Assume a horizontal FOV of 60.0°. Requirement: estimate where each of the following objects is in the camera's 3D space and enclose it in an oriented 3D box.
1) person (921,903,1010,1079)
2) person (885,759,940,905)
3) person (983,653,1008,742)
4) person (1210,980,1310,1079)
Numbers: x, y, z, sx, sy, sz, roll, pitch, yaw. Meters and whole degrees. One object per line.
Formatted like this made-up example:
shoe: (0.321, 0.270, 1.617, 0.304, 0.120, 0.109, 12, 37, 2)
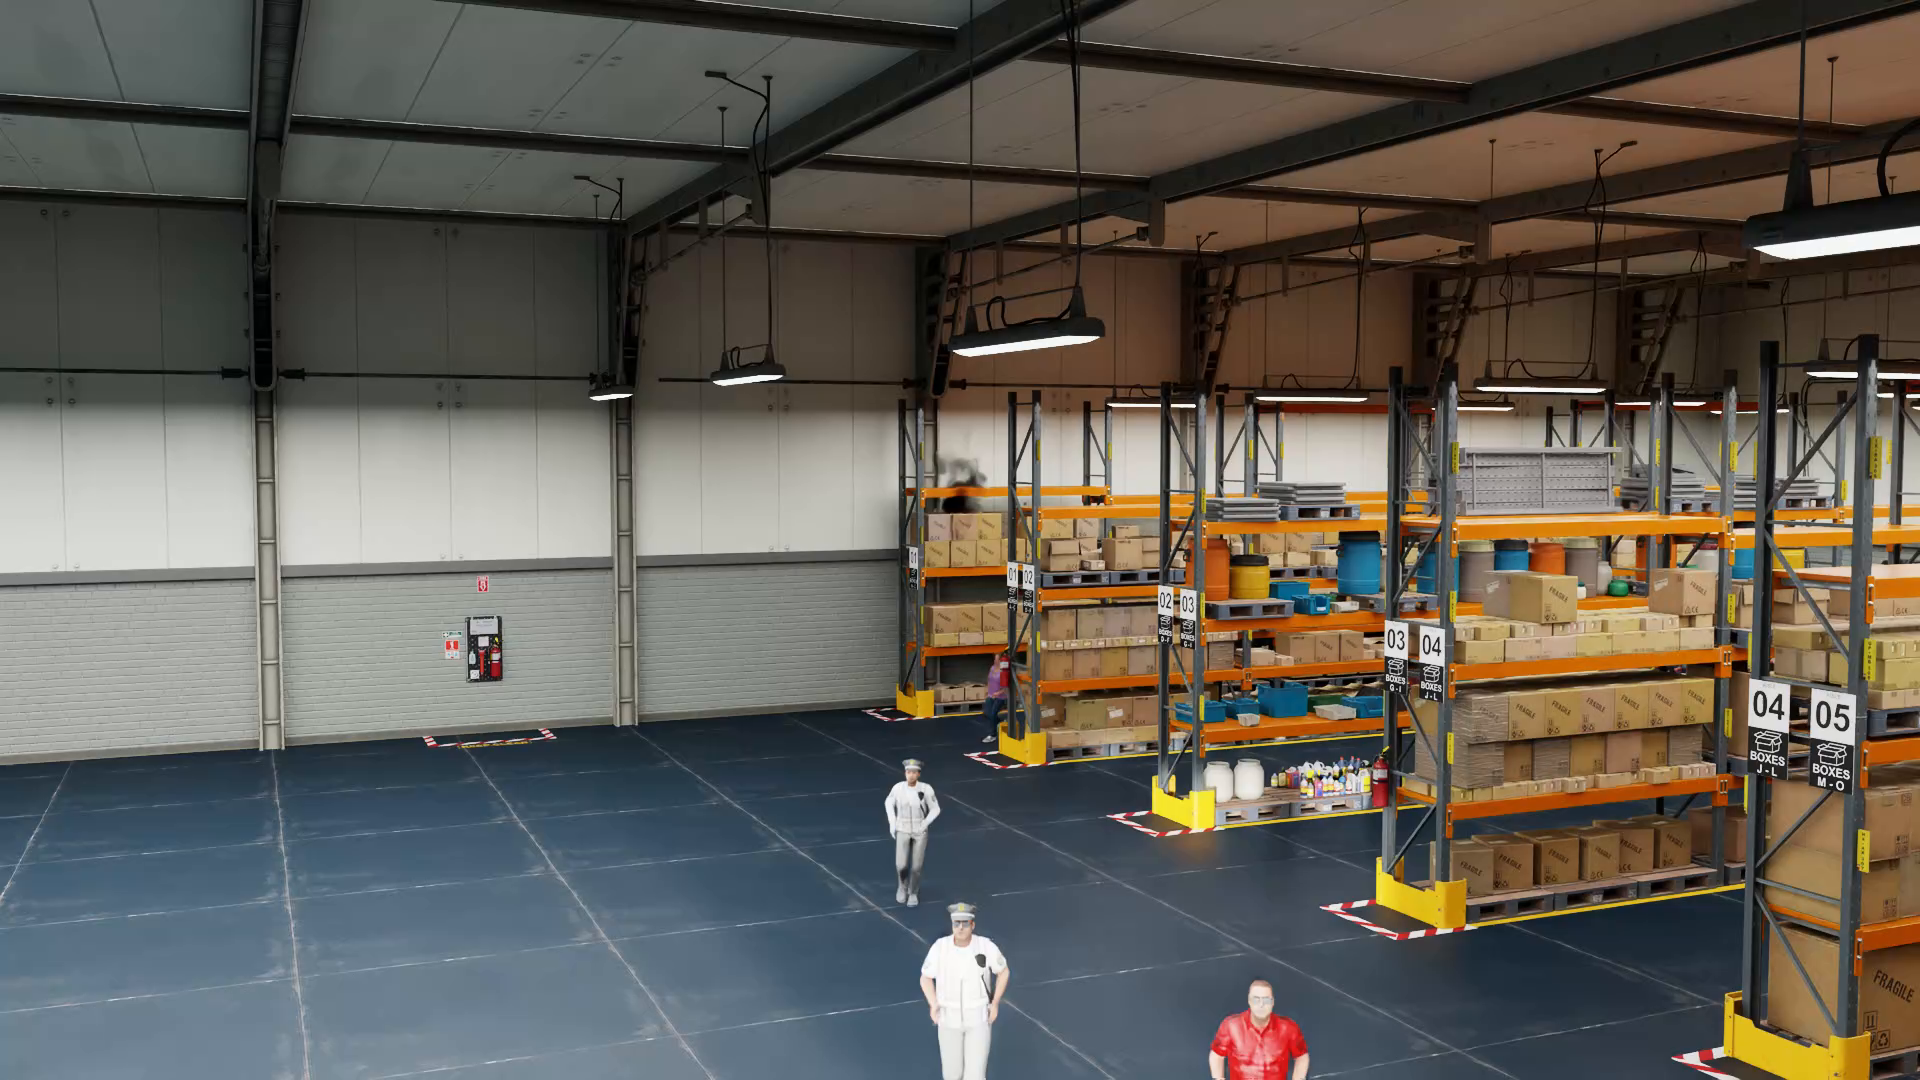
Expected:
person: (0.036, 3.574, 12.507, 0.672, 1.762, 0.779, 0, 3, 4)
person: (-0.529, 3.247, 18.445, 0.623, 1.662, 0.567, 0, 3, 1)
person: (0.670, 2.722, 28.711, 0.539, 1.561, 0.525, 3, 4, 41)
person: (1.967, 3.690, 10.941, 0.650, 1.680, 0.652, 0, 3, 7)
